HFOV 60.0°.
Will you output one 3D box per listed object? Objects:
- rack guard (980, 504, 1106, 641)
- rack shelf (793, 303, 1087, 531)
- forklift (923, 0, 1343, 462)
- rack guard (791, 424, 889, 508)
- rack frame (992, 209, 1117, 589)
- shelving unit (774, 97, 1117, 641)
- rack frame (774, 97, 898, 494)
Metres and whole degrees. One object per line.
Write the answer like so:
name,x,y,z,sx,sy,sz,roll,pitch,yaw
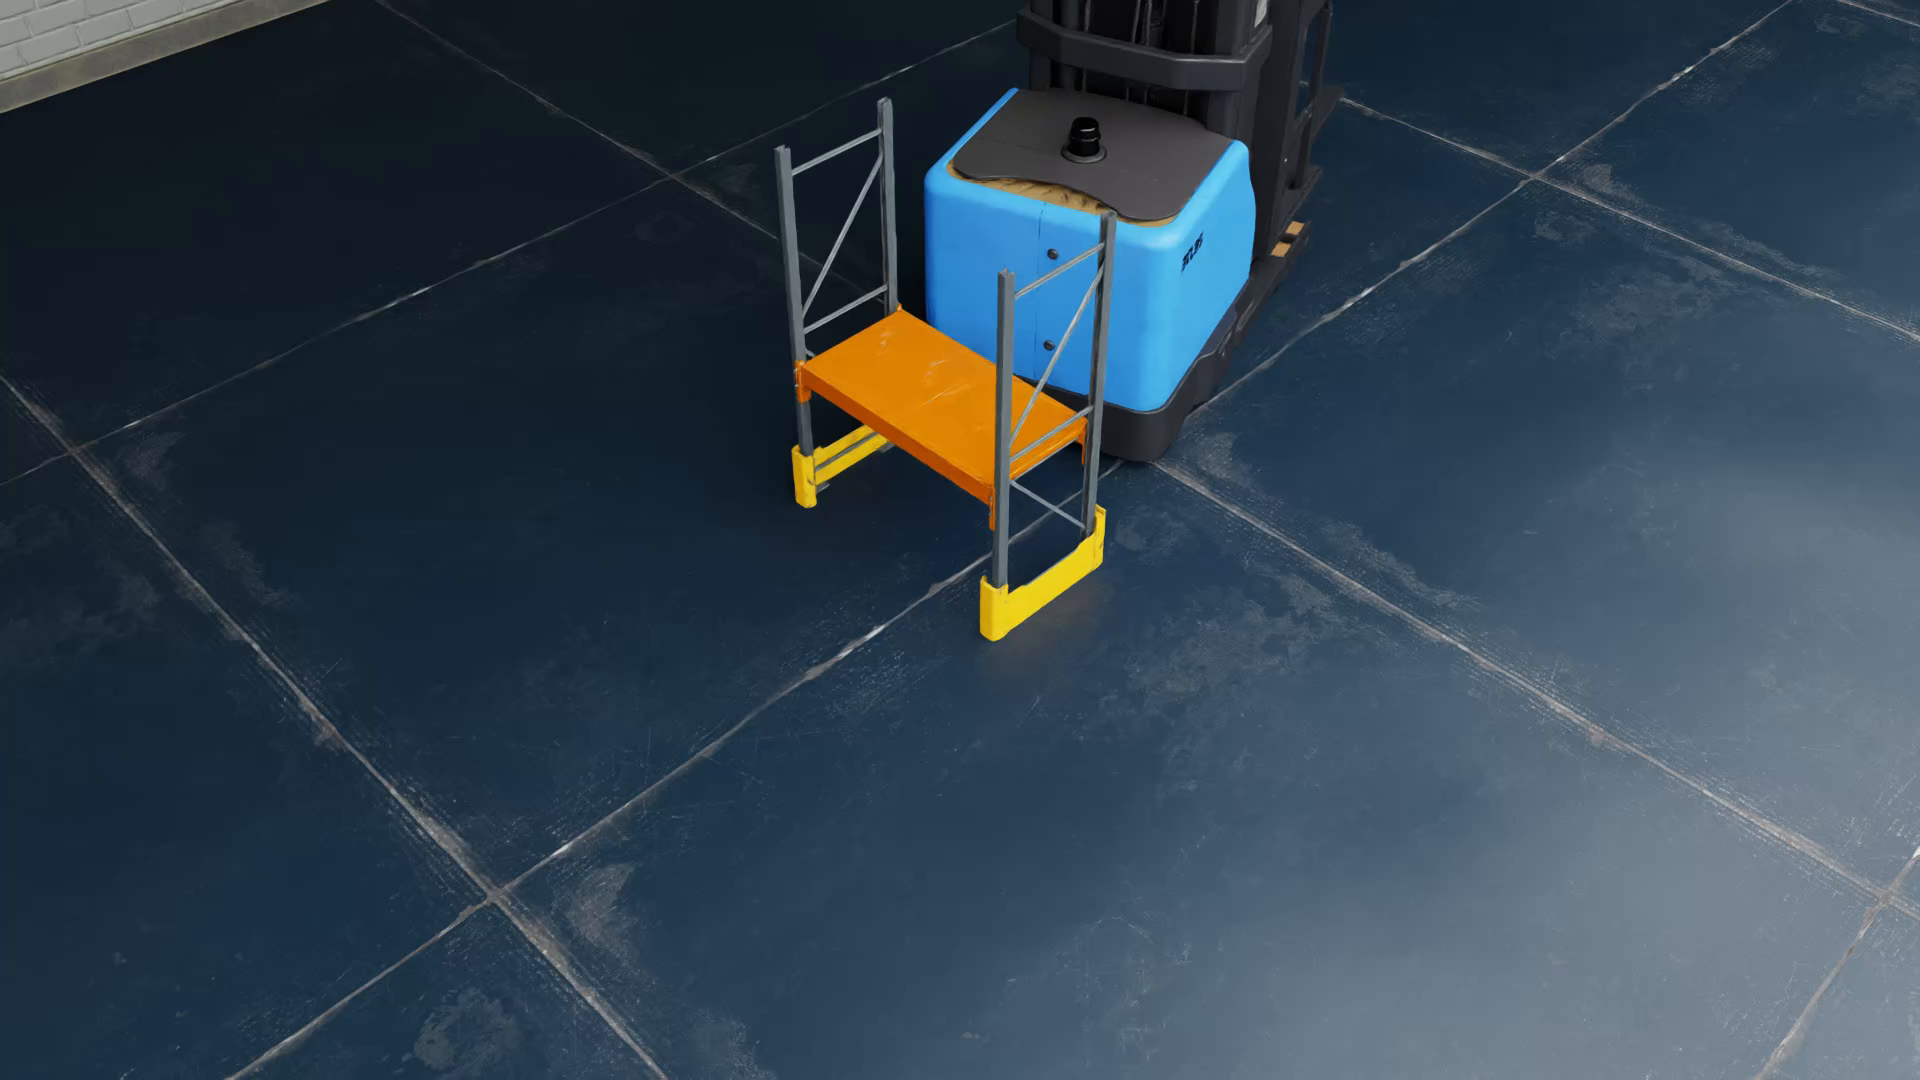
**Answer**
rack guard,0.298,0.111,5.946,0.587,0.250,0.087,-34,53,-31
rack shelf,-0.060,-0.460,5.907,0.538,0.185,1.000,-34,53,-31
forklift,0.958,-2.381,6.667,1.130,2.935,3.031,19,46,19
rack guard,-0.406,-0.368,6.464,0.587,0.250,0.087,-34,53,-31
rack frame,0.299,-0.348,5.521,0.500,1.500,0.032,-34,53,-31
shelving unit,-0.054,-0.587,5.781,0.587,1.500,1.083,-34,53,-31
rack frame,-0.419,-0.836,6.050,0.500,1.500,0.032,-34,53,-31
